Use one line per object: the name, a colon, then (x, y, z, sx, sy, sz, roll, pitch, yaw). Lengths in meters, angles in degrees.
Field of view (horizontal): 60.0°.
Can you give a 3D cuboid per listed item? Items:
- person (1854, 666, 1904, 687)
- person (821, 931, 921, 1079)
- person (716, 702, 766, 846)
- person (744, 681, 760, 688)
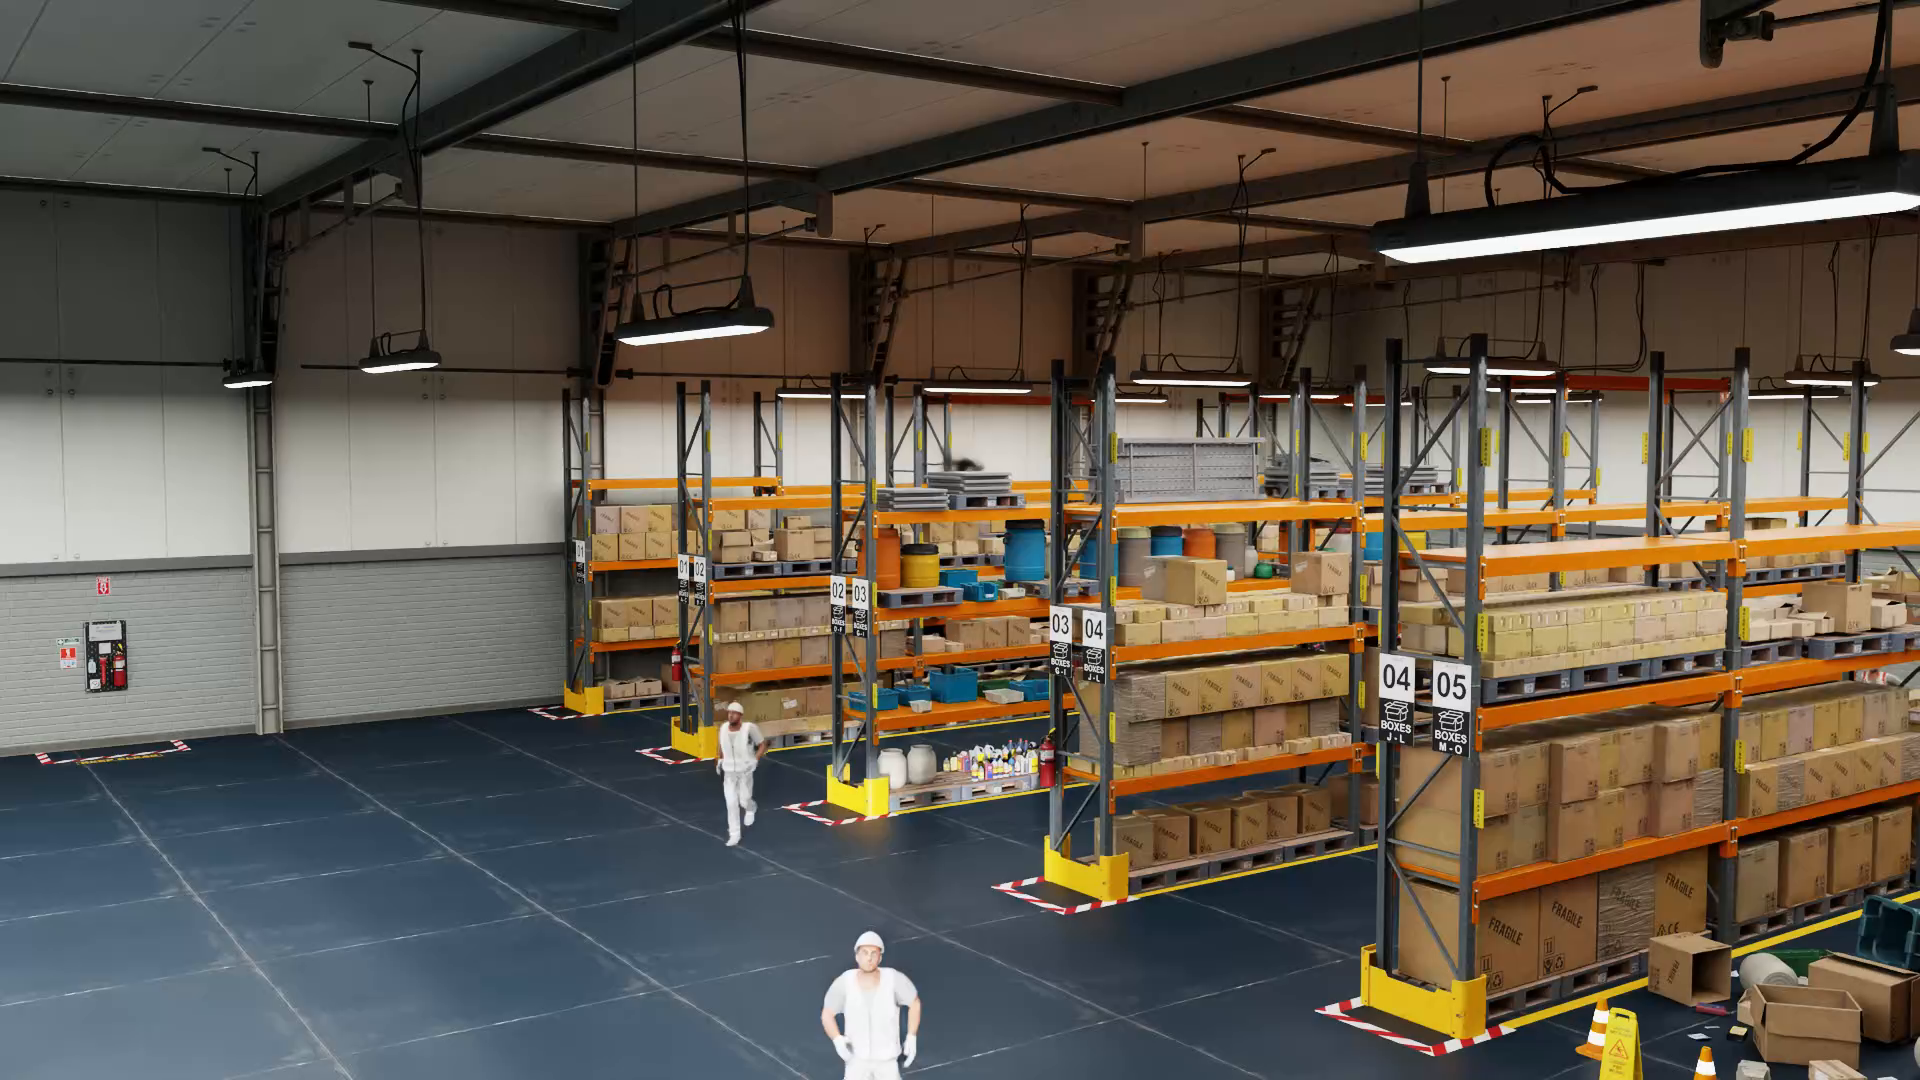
person: (13.956, 2.659, 25.363, 0.652, 1.847, 0.692, -3, 5, -40)
person: (-0.614, 3.563, 11.498, 0.692, 1.744, 0.630, 0, 4, -3)
person: (-2.779, 2.936, 21.150, 0.672, 1.790, 0.773, 1, 4, 12)
person: (-3.688, 2.399, 29.502, 0.569, 1.721, 0.668, -3, 5, -41)
